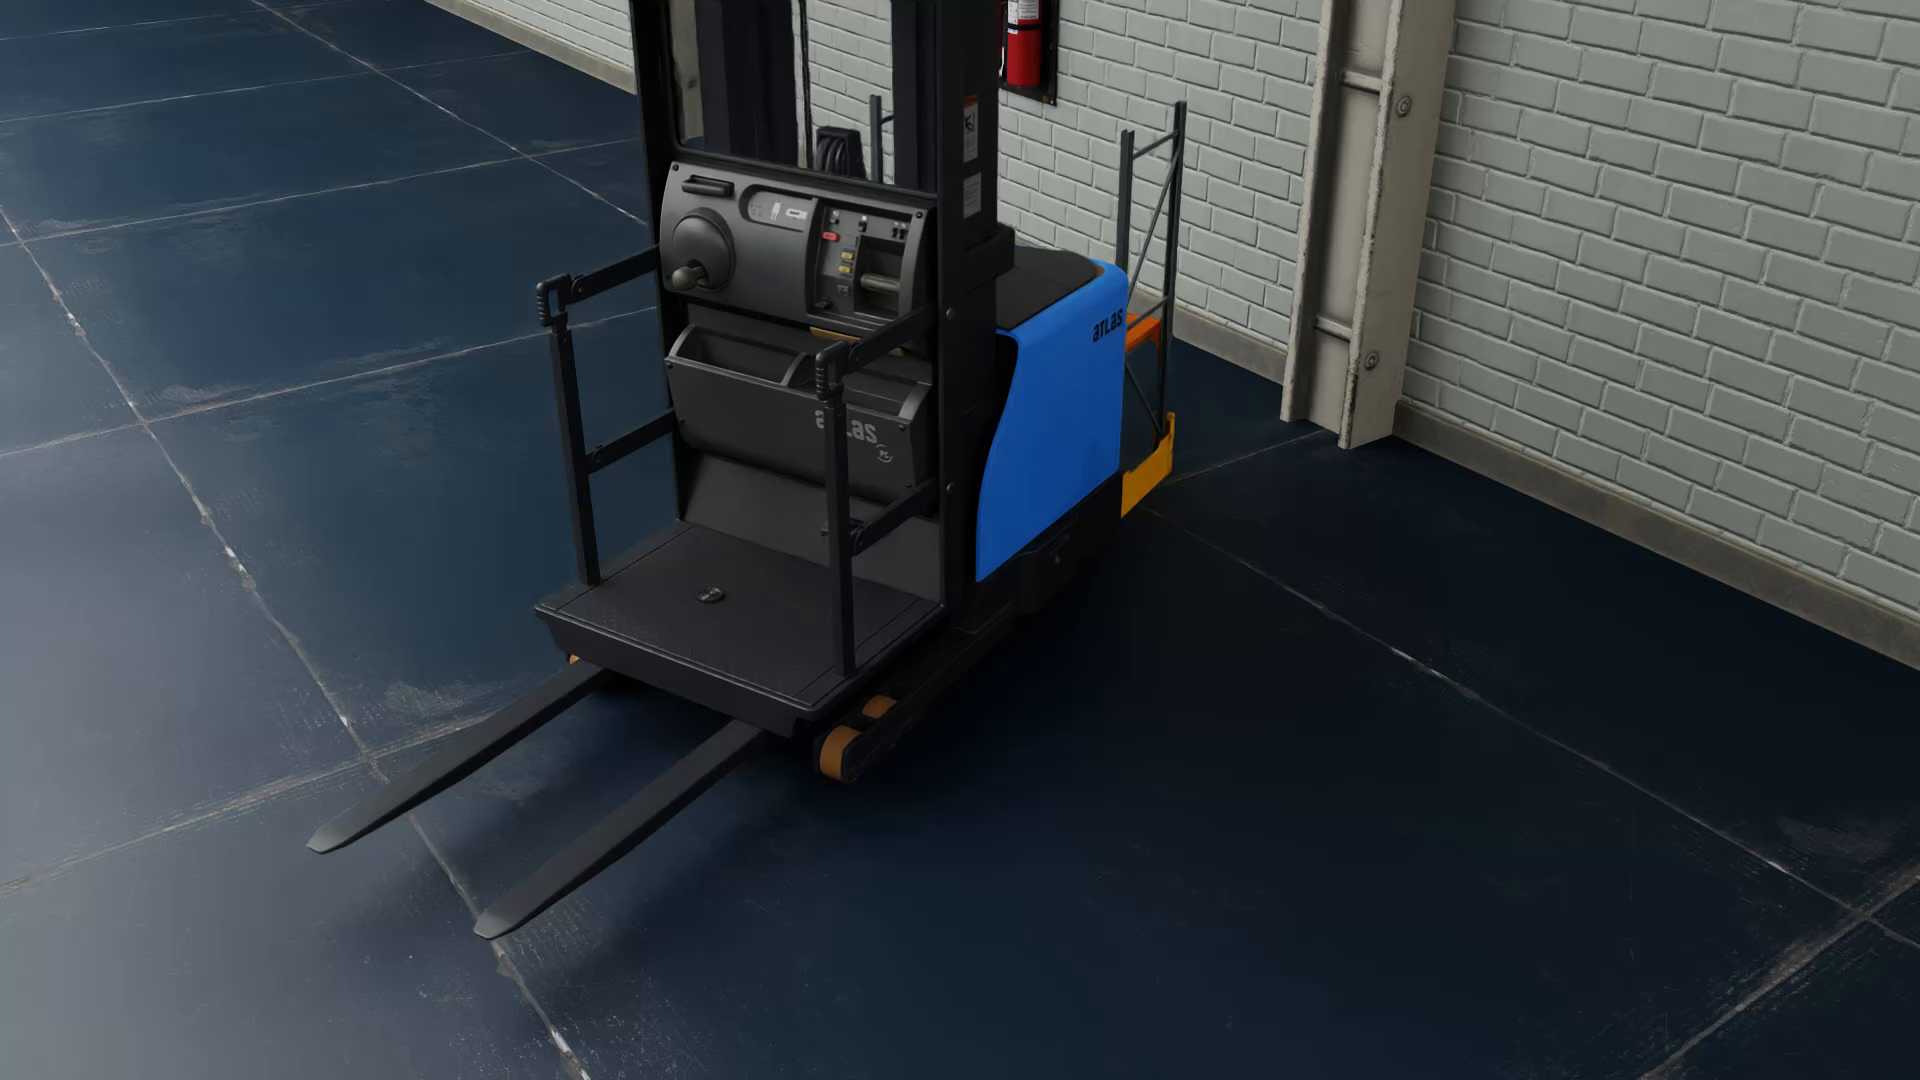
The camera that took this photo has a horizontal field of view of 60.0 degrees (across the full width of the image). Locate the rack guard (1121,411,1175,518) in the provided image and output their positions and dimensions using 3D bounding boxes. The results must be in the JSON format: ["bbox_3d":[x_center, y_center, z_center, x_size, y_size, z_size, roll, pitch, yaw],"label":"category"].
[{"bbox_3d":[0.687,-0.285,6.513,0.087,0.250,0.587,15,32,26],"label":"rack guard"}]

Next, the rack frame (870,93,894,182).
[{"bbox_3d":[-0.193,-1.076,6.660,0.032,1.500,0.500,15,32,26],"label":"rack frame"}]

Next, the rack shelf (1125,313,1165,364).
[{"bbox_3d":[0.247,-0.797,6.523,1.000,0.185,0.538,15,32,26],"label":"rack shelf"}]

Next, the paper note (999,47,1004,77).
[{"bbox_3d":[0.177,-2.486,8.607,0.016,0.148,0.142,-19,34,-31],"label":"paper note"}]

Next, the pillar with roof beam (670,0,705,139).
[{"bbox_3d":[-5.361,-5.591,7.115,9.100,9.000,0.400,-19,34,-31],"label":"pillar with roof beam"}]

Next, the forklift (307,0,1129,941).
[{"bbox_3d":[-0.611,-0.825,4.697,1.130,2.935,3.031,17,33,28],"label":"forklift"}]

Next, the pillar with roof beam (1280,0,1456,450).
[{"bbox_3d":[-1.881,-3.258,2.820,9.100,9.000,0.400,-19,34,-31],"label":"pillar with roof beam"}]

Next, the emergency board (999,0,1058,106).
[{"bbox_3d":[0.224,-2.785,8.235,0.194,1.169,0.643,-19,34,-31],"label":"emergency board"}]

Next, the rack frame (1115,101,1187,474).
[{"bbox_3d":[0.688,-0.834,6.214,0.032,1.500,0.500,15,32,26],"label":"rack frame"}]

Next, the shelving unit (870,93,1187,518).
[{"bbox_3d":[0.255,-0.953,6.433,1.083,1.500,0.587,15,32,26],"label":"shelving unit"}]
